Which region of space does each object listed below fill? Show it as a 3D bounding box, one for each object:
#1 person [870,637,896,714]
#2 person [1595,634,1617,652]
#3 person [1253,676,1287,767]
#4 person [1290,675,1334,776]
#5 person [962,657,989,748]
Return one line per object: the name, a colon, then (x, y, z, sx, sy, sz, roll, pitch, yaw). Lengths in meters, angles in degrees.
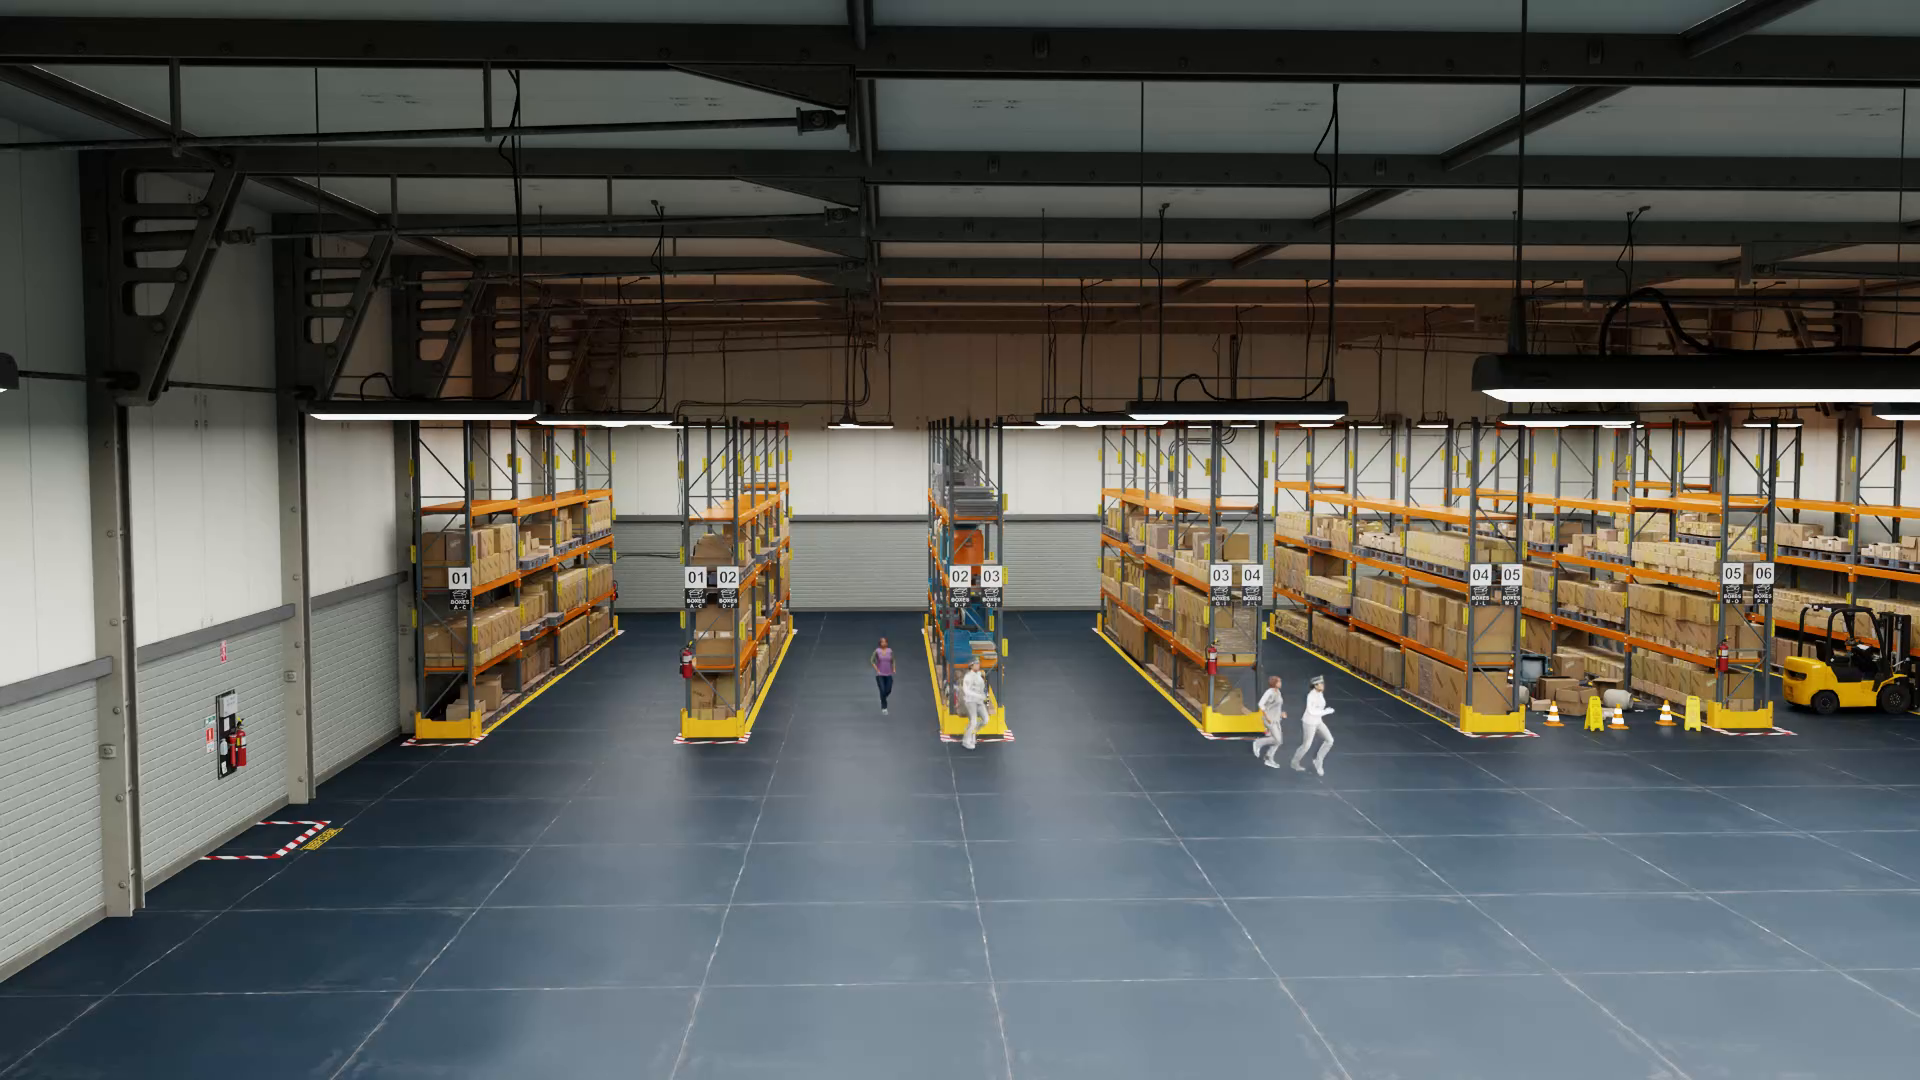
person: (-1.572, 2.746, 33.875, 0.540, 1.562, 0.552, -1, 4, -14)
person: (16.307, 2.125, 41.937, 0.642, 1.787, 0.763, 0, 4, -8)
person: (5.307, 3.096, 28.503, 0.535, 1.559, 0.554, 2, 4, 32)
person: (5.875, 3.073, 27.687, 0.793, 1.685, 0.641, 3, 5, 36)
person: (0.314, 2.925, 30.036, 0.572, 1.658, 0.651, 3, 5, 38)
